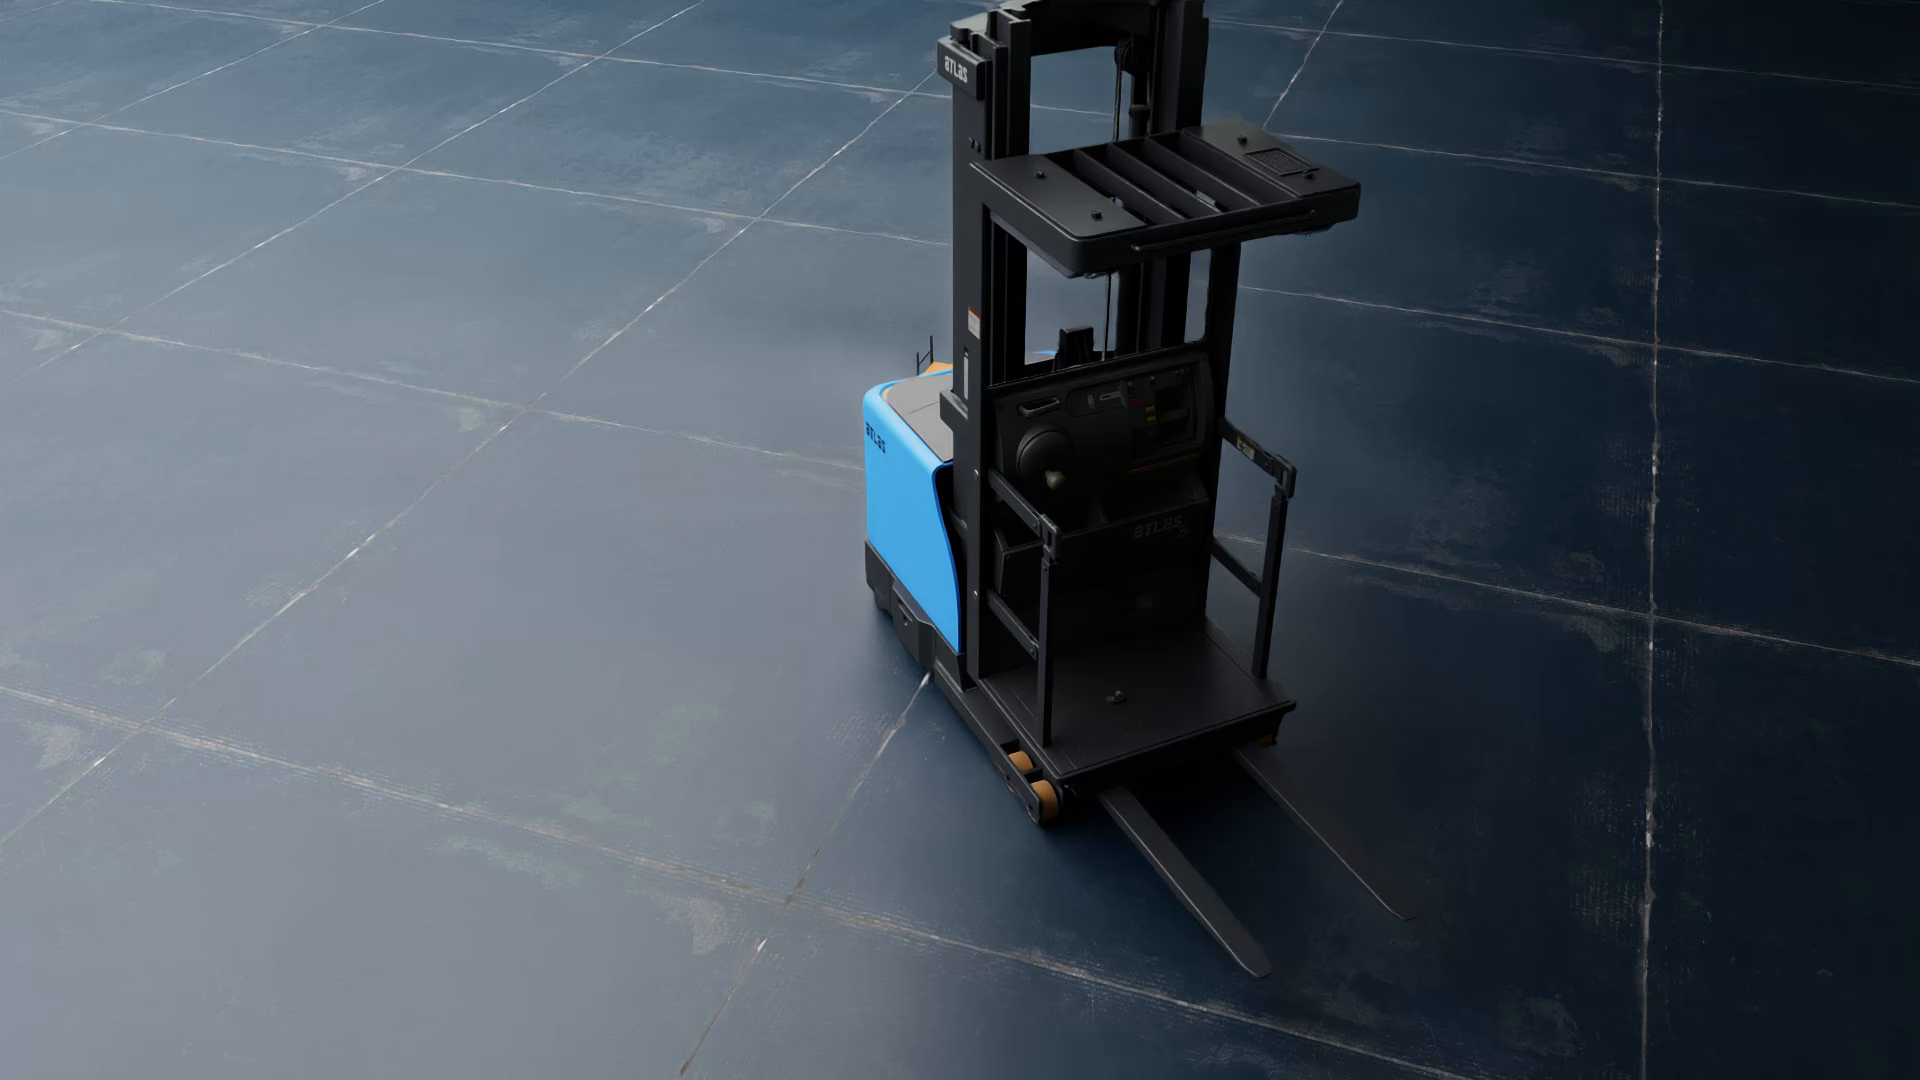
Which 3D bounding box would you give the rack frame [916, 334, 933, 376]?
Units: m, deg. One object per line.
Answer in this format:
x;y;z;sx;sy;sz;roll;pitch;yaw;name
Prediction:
-0.165;-0.473;8.015;0.008;1.050;0.200;11;34;16;rack frame

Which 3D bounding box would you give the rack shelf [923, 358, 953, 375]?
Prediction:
-0.050;-0.680;7.832;0.240;0.259;0.215;11;34;16;rack shelf

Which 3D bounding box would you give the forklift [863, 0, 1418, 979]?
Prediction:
0.649;-0.395;6.160;1.130;2.935;3.031;-15;36;-21;forklift

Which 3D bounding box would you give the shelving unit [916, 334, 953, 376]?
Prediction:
-0.050;-0.451;7.980;0.252;1.050;0.215;11;34;16;shelving unit
